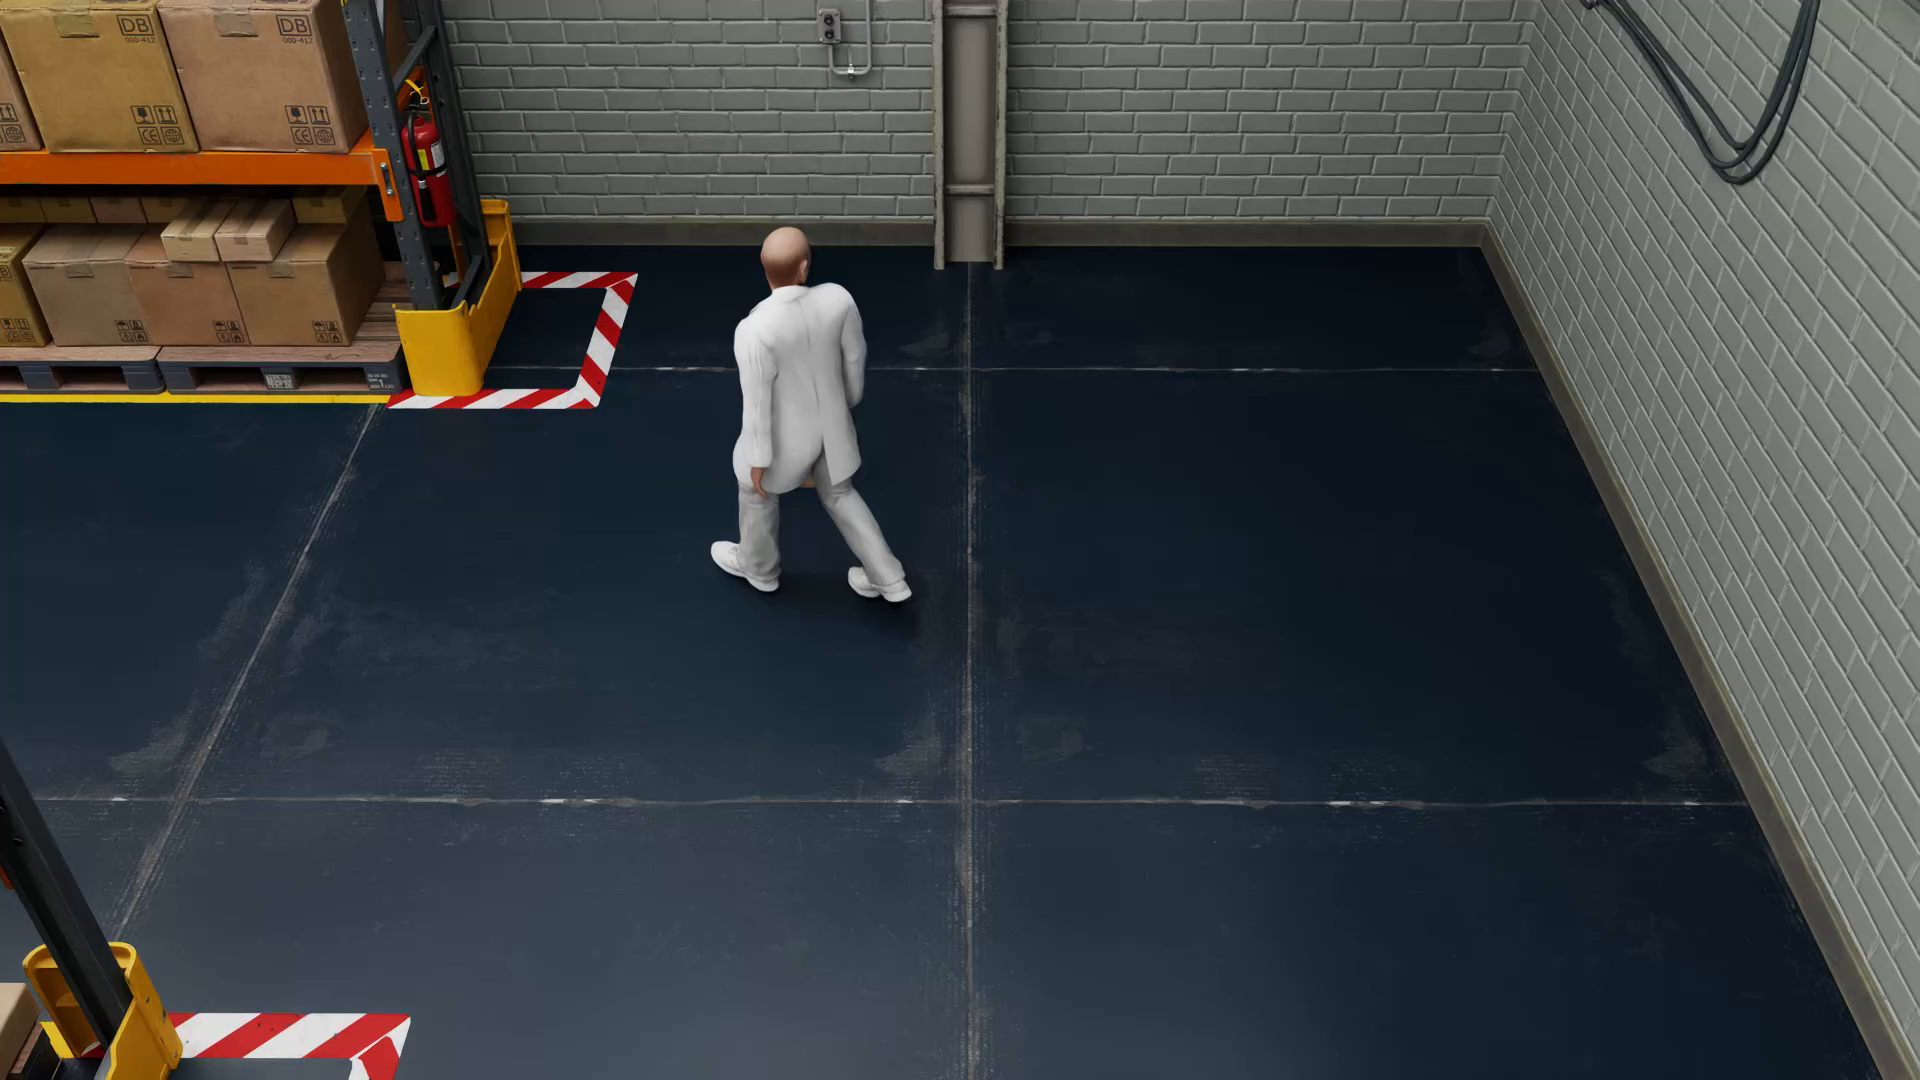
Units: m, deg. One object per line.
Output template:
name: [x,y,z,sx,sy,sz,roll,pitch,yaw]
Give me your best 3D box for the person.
person: [-0.645,-0.460,6.723,0.628,1.753,0.923,-27,46,-30]
